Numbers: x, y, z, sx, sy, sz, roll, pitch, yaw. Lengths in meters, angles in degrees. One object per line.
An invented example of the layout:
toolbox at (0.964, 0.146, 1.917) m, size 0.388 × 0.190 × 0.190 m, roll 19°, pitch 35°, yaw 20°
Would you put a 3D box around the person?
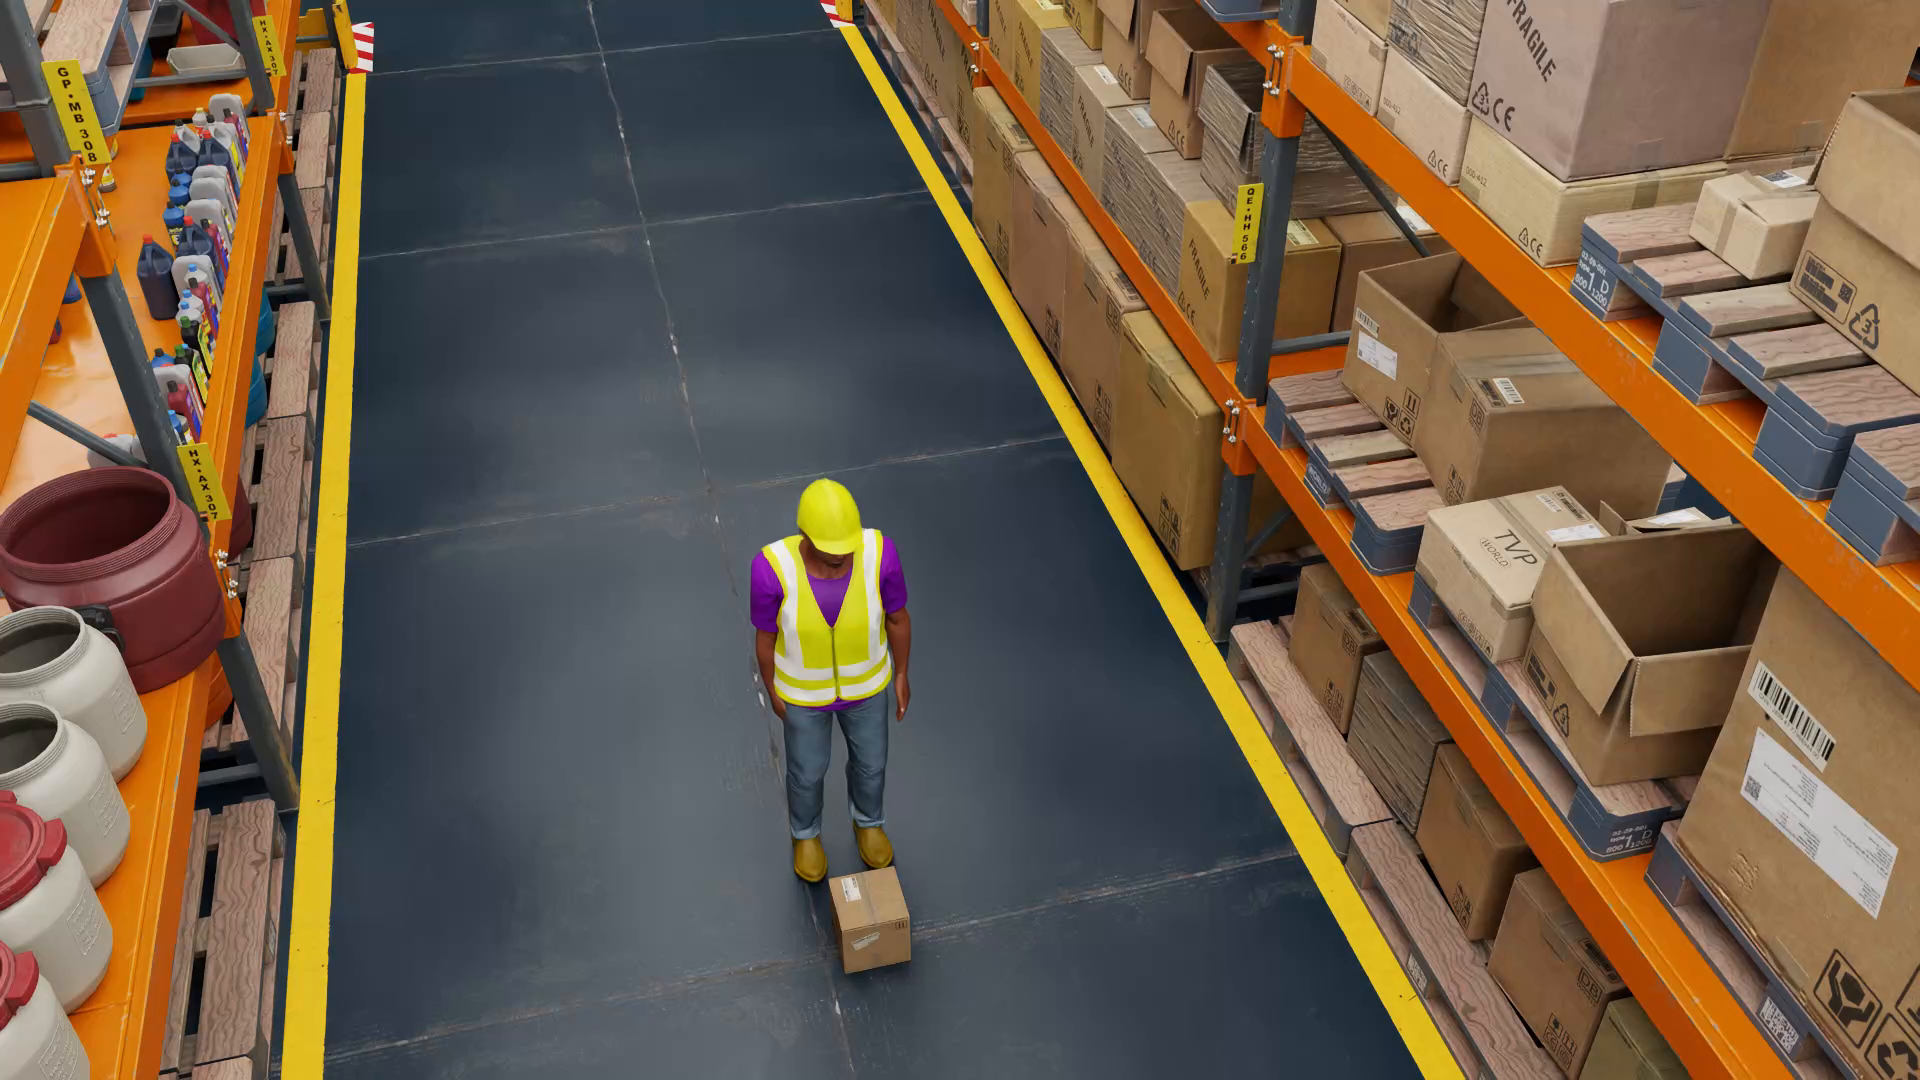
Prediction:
person at (-0.449, 0.511, 6.042) m, size 0.566 × 1.762 × 0.365 m, roll -9°, pitch 39°, yaw -11°
